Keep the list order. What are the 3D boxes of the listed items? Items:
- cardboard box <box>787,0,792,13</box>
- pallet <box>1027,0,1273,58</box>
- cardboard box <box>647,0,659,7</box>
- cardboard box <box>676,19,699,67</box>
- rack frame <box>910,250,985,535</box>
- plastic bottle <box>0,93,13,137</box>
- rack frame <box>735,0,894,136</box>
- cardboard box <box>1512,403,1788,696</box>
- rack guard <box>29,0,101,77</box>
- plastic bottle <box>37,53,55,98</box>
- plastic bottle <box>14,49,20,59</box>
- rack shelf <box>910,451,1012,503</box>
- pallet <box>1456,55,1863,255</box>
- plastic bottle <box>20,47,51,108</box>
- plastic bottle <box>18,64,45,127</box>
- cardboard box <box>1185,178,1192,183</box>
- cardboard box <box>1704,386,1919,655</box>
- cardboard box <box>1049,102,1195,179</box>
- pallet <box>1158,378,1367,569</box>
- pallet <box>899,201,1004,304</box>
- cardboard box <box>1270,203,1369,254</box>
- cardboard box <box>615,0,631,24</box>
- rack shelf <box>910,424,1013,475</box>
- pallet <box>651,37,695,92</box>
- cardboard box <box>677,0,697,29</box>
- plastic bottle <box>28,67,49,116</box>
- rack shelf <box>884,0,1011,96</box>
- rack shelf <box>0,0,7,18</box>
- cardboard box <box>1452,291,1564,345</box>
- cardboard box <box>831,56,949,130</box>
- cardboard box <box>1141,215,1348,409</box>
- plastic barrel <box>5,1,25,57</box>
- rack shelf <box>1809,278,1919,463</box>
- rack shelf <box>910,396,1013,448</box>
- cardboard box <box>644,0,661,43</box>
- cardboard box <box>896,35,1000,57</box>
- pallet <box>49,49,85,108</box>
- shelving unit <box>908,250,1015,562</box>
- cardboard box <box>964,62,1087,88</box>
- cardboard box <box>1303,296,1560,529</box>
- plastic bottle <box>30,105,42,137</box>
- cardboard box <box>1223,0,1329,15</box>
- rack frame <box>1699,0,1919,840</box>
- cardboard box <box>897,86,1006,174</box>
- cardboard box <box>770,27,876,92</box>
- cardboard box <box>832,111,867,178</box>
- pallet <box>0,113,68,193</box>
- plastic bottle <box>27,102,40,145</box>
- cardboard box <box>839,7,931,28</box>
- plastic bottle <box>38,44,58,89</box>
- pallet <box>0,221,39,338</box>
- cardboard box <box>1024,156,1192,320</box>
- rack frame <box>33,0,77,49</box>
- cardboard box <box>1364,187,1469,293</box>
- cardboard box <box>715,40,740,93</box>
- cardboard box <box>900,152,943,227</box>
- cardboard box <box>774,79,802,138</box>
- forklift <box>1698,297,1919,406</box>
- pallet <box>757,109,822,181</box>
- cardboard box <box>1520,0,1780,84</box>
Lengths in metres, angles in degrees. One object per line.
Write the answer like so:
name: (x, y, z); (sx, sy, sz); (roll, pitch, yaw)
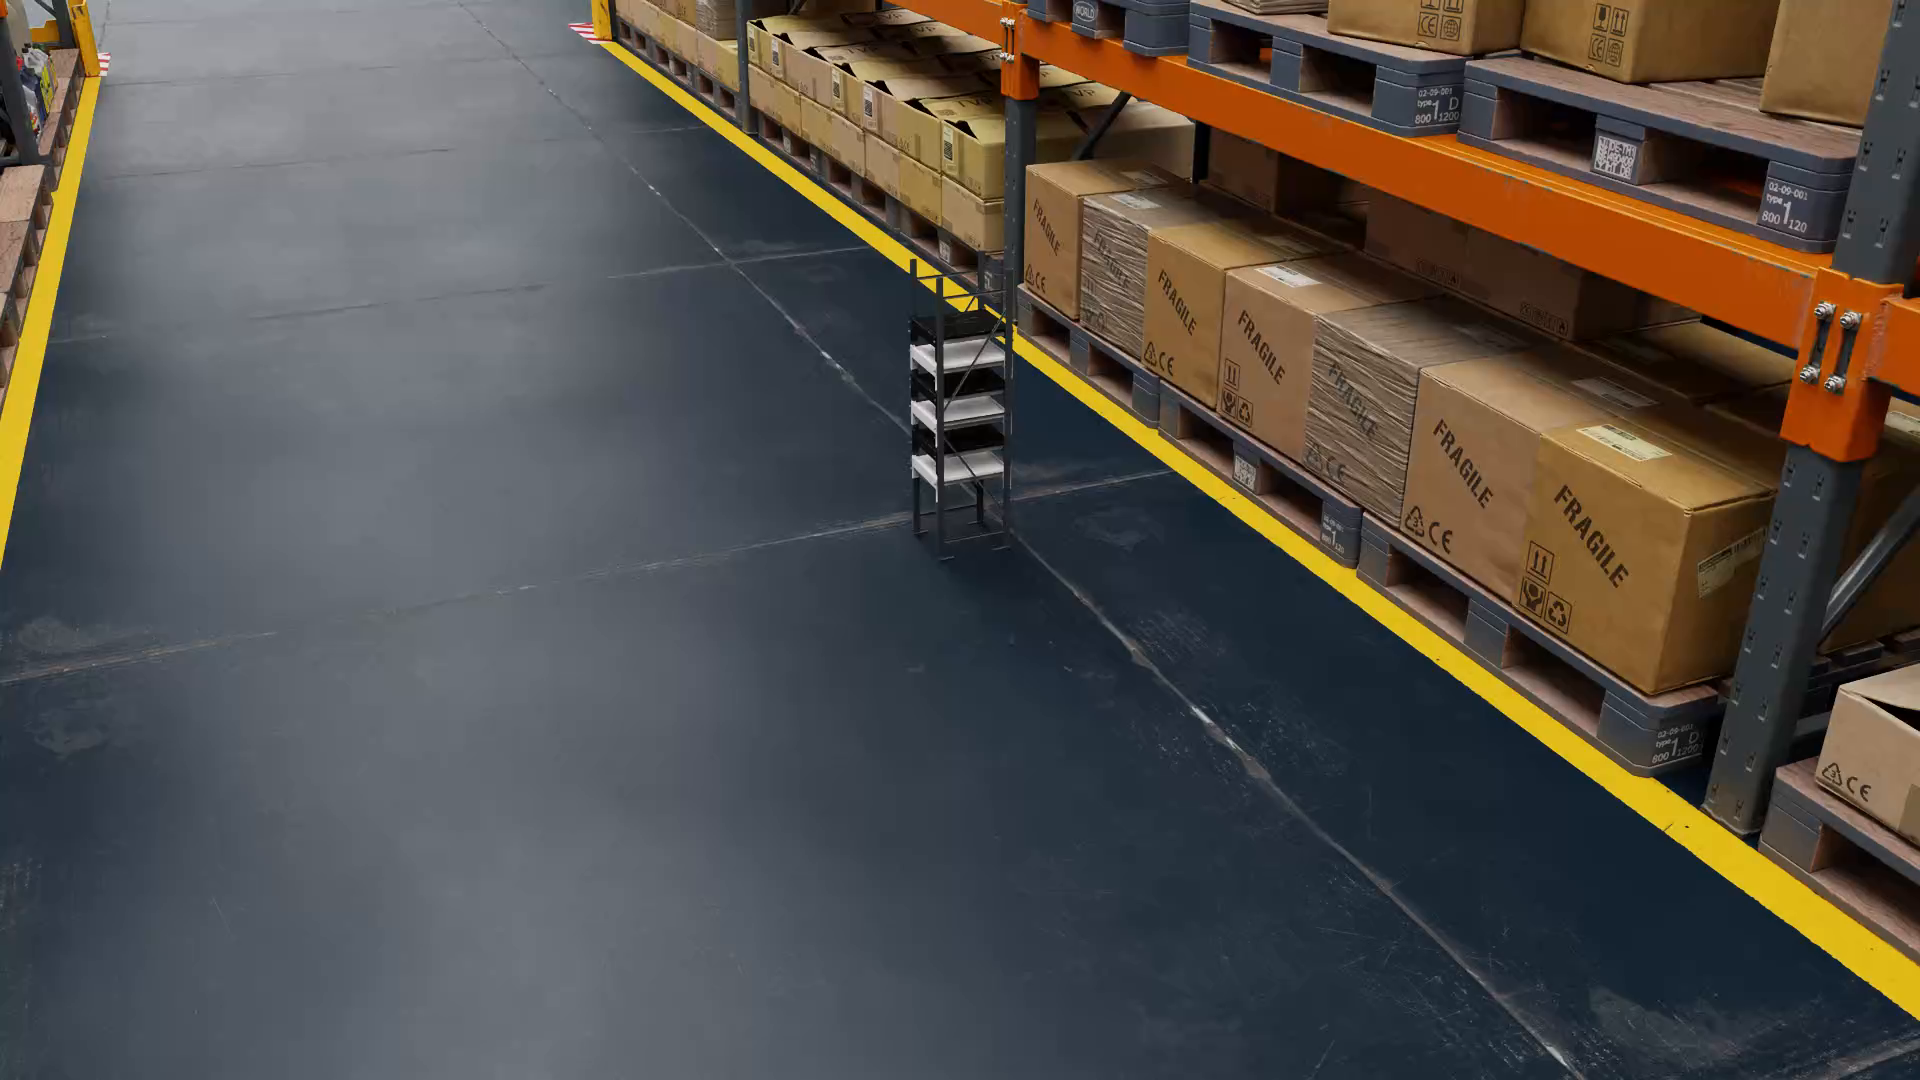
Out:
cardboard box: (-0.994, -3.729, 11.269); (0.500, 0.500, 0.500); (-11, 28, -21)
pallet: (1.000, -2.034, 6.217); (1.213, 0.211, 1.003); (-11, 28, -21)
cardboard box: (-2.053, -4.246, 12.328); (0.500, 0.500, 0.500); (-11, 28, -21)
cardboard box: (-1.676, -3.503, 11.660); (0.500, 0.250, 0.500); (-11, 28, -21)
rack frame: (-0.037, -0.442, 5.130); (0.240, 0.900, 0.006); (-11, 28, -21)
plastic bottle: (-5.427, -2.436, 9.415); (0.061, 0.283, 0.133); (-11, 28, -21)
rack frame: (-0.897, -3.997, 10.018); (1.000, 3.000, 0.127); (-11, 28, -21)
cardboard box: (1.779, 0.008, 4.162); (0.500, 0.500, 0.500); (-11, 28, -21)
rack guard: (-6.950, -3.616, 12.087); (1.175, 0.500, 0.348); (-11, 28, -21)
plastic bottle: (-5.772, -2.907, 10.389); (0.152, 0.276, 0.135); (-11, 28, -22)
plastic bottle: (-5.924, -2.948, 10.464); (0.061, 0.283, 0.133); (-11, 28, -21)
rack shelf: (0.003, -0.209, 5.139); (0.258, 0.077, 0.200); (-11, 28, -21)
pallet: (2.023, -1.023, 4.144); (1.003, 0.211, 1.213); (-11, 28, -21)
plastic bottle: (-5.631, -2.800, 10.083); (0.144, 0.351, 0.185); (-11, 28, -21)
plastic bottle: (-5.390, -2.552, 9.576); (0.144, 0.351, 0.185); (-10, 28, -19)
cardboard box: (0.735, -1.597, 7.758); (0.500, 0.250, 0.500); (-11, 28, -21)
cardboard box: (2.271, -0.079, 4.341); (0.500, 0.500, 0.500); (-12, 28, -23)
cardboard box: (0.735, -1.849, 7.635); (0.500, 0.311, 0.500); (-10, 28, -19)
pallet: (1.401, -0.329, 5.684); (1.003, 0.211, 1.213); (-11, 28, -21)
pallet: (0.383, -1.468, 8.017); (1.003, 0.211, 1.213); (-11, 28, -21)
cardboard box: (1.454, -0.910, 6.043); (0.500, 0.500, 0.500); (-12, 28, -22)
cardboard box: (-2.458, -4.310, 13.314); (0.500, 0.250, 0.500); (-11, 28, -21)
rack shelf: (0.003, -0.290, 5.100); (0.258, 0.077, 0.200); (-11, 28, -21)
pallet: (-1.652, -3.566, 12.312); (1.003, 0.211, 1.213); (-11, 28, -21)
cardboard box: (-1.664, -3.842, 11.500); (0.500, 0.500, 0.500); (-11, 28, -21)
plastic bottle: (-5.491, -2.672, 9.898); (0.061, 0.283, 0.133); (-9, 28, -18)
rack shelf: (-0.114, -2.866, 8.522); (1.077, 0.370, 4.000); (-11, 28, -21)
rack shelf: (-4.673, -2.017, 6.782); (1.077, 0.370, 4.000); (-11, 28, -21)
cardboard box: (1.863, -0.495, 5.194); (0.500, 0.500, 0.500); (-10, 28, -20)
cardboard box: (-0.361, -2.372, 8.706); (0.500, 0.311, 0.500); (-10, 28, -19)
cardboard box: (0.987, -0.810, 5.838); (0.500, 0.500, 0.500); (-11, 28, -21)
plastic barrel: (-6.498, -3.378, 11.107); (0.421, 0.512, 0.421); (0, 26, 0)
rack shelf: (3.019, 0.363, 1.907); (1.077, 0.370, 4.000); (-11, 28, -21)
rack shelf: (0.003, -0.371, 5.060); (0.258, 0.077, 0.200); (-11, 28, -21)
cardboard box: (-2.064, -3.907, 12.489); (0.500, 0.250, 0.500); (-11, 28, -21)
cardboard box: (-0.072, -2.677, 9.330); (0.500, 0.311, 0.500); (-11, 28, -21)
pallet: (-6.636, -3.158, 11.477); (1.003, 0.211, 1.213); (-11, 28, -21)
shelving unit: (0.003, -0.401, 5.046); (0.258, 0.900, 0.210); (-11, 28, -21)
cardboard box: (0.324, -2.266, 8.489); (0.500, 0.311, 0.500); (-11, 28, -22)
cardboard box: (1.397, -0.395, 4.988); (0.500, 0.500, 0.500); (-10, 28, -20)
plastic bottle: (-5.257, -2.374, 9.381); (0.097, 0.201, 0.097); (0, 26, 0)
cardboard box: (1.202, -1.979, 5.292); (0.700, 0.500, 0.500); (-5, 27, -11)
rack frame: (2.236, -0.767, 3.403); (1.000, 3.000, 0.127); (-11, 28, -21)
cardboard box: (0.028, -1.965, 7.872); (0.500, 0.311, 0.500); (-11, 28, -21)
cardboard box: (-0.773, -2.790, 9.561); (0.500, 0.311, 0.500); (-11, 28, -21)
cardboard box: (-0.364, -2.124, 8.837); (0.500, 0.250, 0.500); (-10, 28, -20)
pallet: (-5.681, -2.173, 9.459); (1.003, 0.211, 1.213); (-11, 28, -21)
plastic bottle: (-5.178, -2.323, 9.197); (0.097, 0.271, 0.097); (0, 26, 0)
cardboard box: (-0.475, -3.088, 10.172); (0.500, 0.311, 0.500); (-11, 28, -21)
plastic bottle: (-5.837, -3.029, 10.630); (0.061, 0.283, 0.133); (-10, 28, -19)
pallet: (-4.631, -1.091, 7.243); (1.003, 0.211, 1.213); (-11, 28, -21)
cardboard box: (0.585, -1.224, 6.685); (0.500, 0.500, 0.500); (-9, 28, -18)
rack frame: (-7.023, -4.762, 11.585); (1.000, 3.000, 0.127); (-11, 28, -21)
cardboard box: (1.682, -1.022, 5.417); (0.500, 0.250, 0.500); (-11, 28, -22)
cardboard box: (-1.280, -3.100, 10.835); (0.500, 0.250, 0.500); (-11, 28, -21)
cardboard box: (0.034, -1.713, 7.996); (0.500, 0.250, 0.500); (-11, 28, -21)
cardboard box: (-0.768, -2.538, 9.685); (0.500, 0.250, 0.500); (-10, 28, -19)
forklift: (3.001, -1.920, 5.842); (1.130, 2.935, 3.031); (-10, 28, -19)
pallet: (-0.573, -2.453, 10.034); (1.003, 0.211, 1.213); (-11, 28, -21)
cardboard box: (1.929, -1.497, 4.306); (0.700, 0.500, 0.500); (-6, 27, -12)
